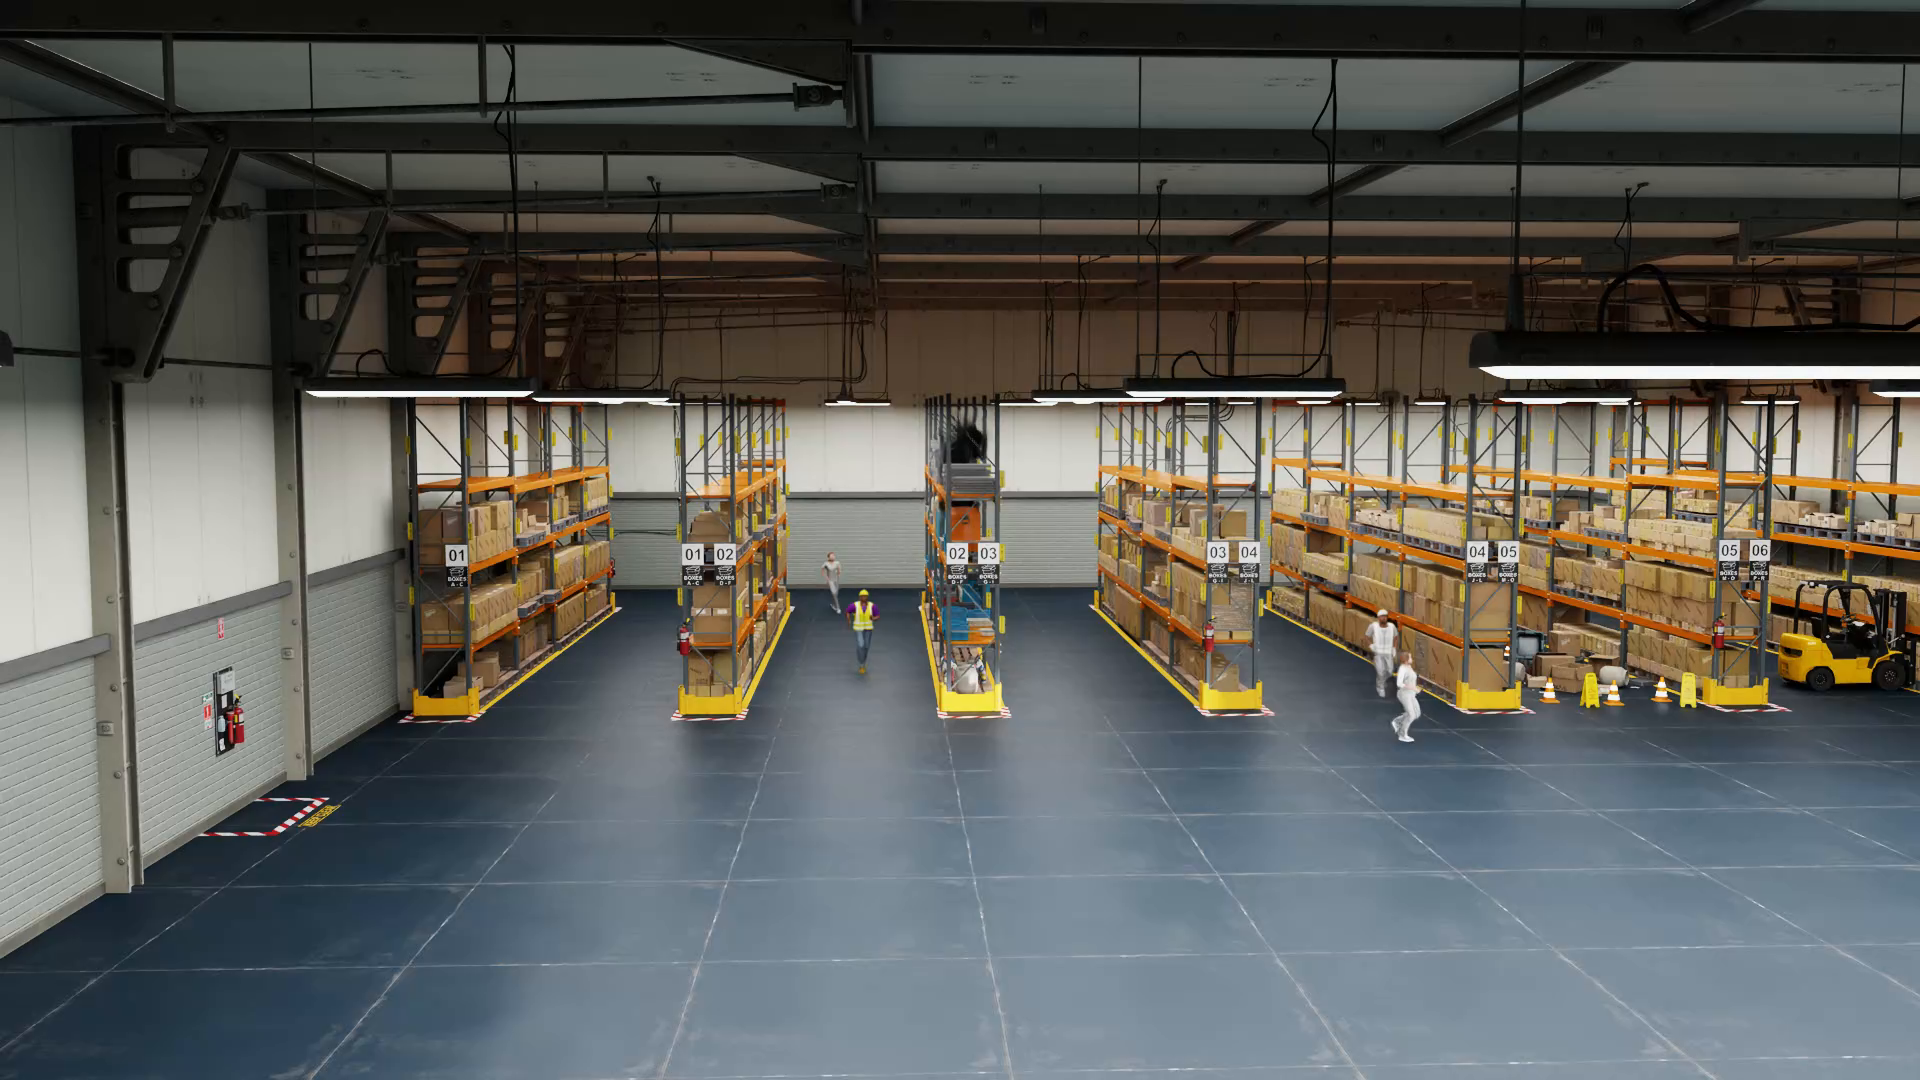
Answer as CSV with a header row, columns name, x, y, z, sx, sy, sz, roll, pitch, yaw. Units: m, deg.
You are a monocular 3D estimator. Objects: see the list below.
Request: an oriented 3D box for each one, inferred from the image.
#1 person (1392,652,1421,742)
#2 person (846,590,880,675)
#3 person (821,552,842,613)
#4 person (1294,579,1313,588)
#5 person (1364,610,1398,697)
name,x,y,z,sx,sy,sz,roll,pitch,yaw
person,7.682,2.688,28.579,0.555,1.552,0.531,3,5,34
person,-2.085,1.973,36.085,0.692,1.807,0.805,-1,5,-18
person,-3.587,1.188,46.754,0.576,1.692,0.835,-2,5,-26
person,10.181,1.009,49.160,0.755,1.762,0.550,0,5,2
person,8.399,2.241,33.139,0.690,1.737,0.613,0,5,1
